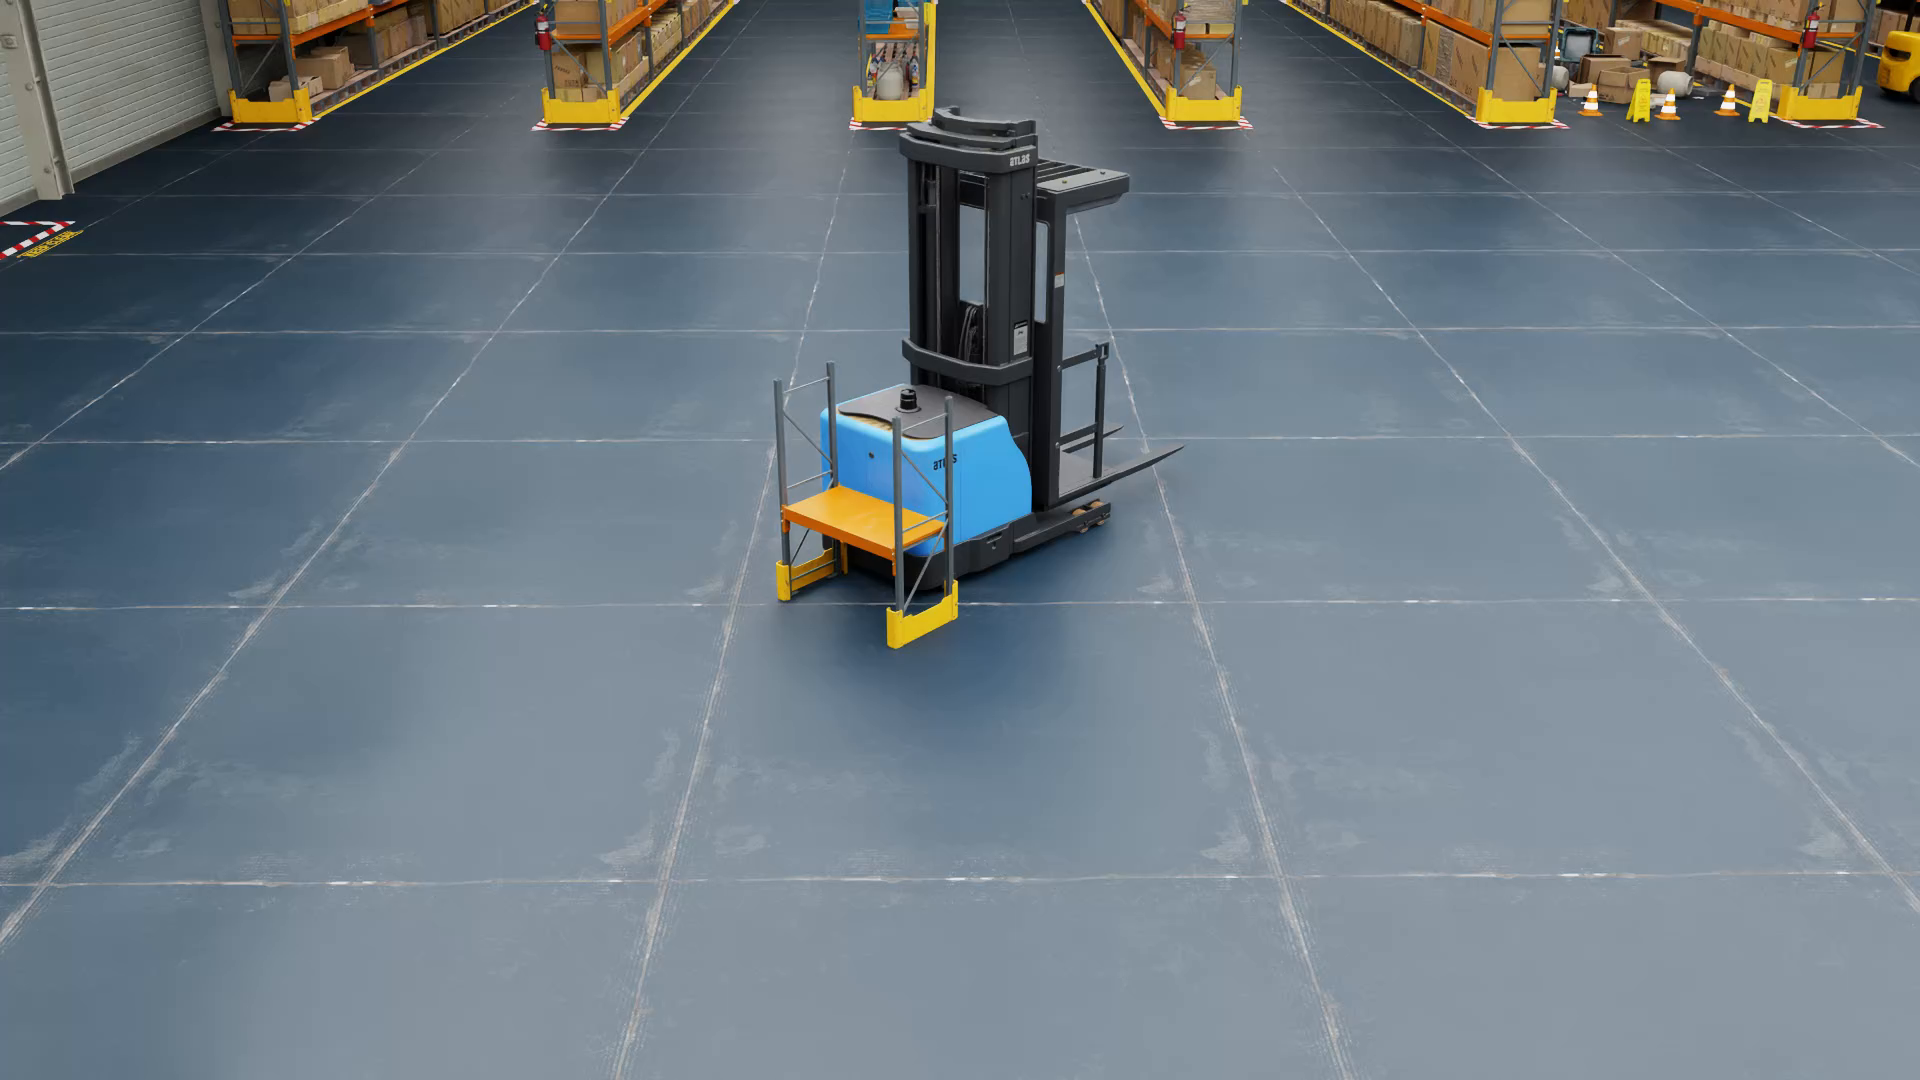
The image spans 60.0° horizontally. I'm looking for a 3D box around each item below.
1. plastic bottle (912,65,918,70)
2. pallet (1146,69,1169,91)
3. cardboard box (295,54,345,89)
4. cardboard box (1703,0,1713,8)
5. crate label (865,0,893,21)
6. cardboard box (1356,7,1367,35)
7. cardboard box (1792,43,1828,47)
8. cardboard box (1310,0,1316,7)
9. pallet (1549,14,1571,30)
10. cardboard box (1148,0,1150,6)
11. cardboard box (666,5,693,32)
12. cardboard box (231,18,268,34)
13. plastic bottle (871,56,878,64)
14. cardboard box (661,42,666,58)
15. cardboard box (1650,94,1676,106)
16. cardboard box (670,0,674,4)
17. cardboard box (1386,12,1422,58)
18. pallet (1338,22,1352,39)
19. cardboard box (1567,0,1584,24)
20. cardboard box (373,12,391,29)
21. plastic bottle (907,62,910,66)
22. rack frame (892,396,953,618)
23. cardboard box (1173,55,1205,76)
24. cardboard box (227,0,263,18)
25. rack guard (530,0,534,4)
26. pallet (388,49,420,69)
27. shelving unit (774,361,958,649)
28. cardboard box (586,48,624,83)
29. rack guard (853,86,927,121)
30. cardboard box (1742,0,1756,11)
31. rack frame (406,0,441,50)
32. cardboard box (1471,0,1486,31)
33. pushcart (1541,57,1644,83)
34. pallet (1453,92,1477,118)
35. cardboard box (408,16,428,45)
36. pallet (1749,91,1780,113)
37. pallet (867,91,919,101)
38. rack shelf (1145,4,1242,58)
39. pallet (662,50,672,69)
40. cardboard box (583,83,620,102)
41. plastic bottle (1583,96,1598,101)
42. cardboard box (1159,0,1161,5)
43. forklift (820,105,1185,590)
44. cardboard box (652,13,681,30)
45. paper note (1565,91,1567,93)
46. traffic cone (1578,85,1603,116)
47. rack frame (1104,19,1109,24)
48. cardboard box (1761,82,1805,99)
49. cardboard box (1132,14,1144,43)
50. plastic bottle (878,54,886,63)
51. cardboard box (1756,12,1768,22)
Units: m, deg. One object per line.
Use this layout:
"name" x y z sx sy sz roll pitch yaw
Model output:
"plastic bottle" -0.776 -8.049 28.685 0.097 0.271 0.097 0 24 0
"pallet" 3.890 -8.201 29.627 1.003 0.211 1.213 0 24 -1
"cardboard box" -10.850 -7.918 28.116 0.700 0.500 0.500 -2 24 -4
"cardboard box" 13.440 -9.547 29.524 0.380 0.149 0.250 0 24 -1
"crate label" -1.352 -8.851 27.637 0.502 0.435 0.616 0 24 -1
"cardboard box" 8.496 -10.699 34.291 0.500 0.500 0.500 0 24 -1
"cardboard box" 14.058 -7.983 27.679 0.500 0.500 0.500 -1 24 -3
"cardboard box" 8.365 -12.504 38.707 0.380 0.149 0.250 0 24 -1
"pallet" 13.754 -11.501 36.923 1.003 0.211 1.213 0 24 -1
"cardboard box" 3.549 -9.544 29.516 0.380 0.149 0.250 0 24 -1
"cardboard box" -5.832 -10.819 34.532 0.500 0.500 0.500 -1 24 -2
"cardboard box" -11.167 -8.166 26.322 0.500 0.250 0.500 0 24 0
"plastic bottle" -1.509 -8.307 29.158 0.144 0.351 0.185 -1 24 -3
"cardboard box" -5.827 -9.235 31.356 0.500 0.250 0.500 -1 24 -2
"cardboard box" 11.767 -7.376 27.879 0.380 0.149 0.250 13 27 27
"cardboard box" -6.364 -11.229 35.437 0.500 0.500 0.500 -1 24 -3
"cardboard box" 8.705 -9.548 31.441 1.050 0.750 0.750 0 24 -1
"pallet" 8.747 -10.930 35.661 1.003 0.211 1.213 0 24 -1
"cardboard box" 13.774 -11.685 36.015 0.875 0.875 0.875 0 24 1
"cardboard box" -11.054 -9.784 31.331 0.500 0.250 0.500 -1 24 -2
"plastic bottle" -0.906 -8.201 29.006 0.061 0.283 0.133 0 24 -1
"rack frame" -0.218 -0.105 10.162 0.032 1.500 0.500 20 31 37
"cardboard box" 3.873 -7.914 28.132 0.500 0.500 0.500 2 24 4
"cardboard box" -11.185 -8.509 26.171 0.500 0.500 0.500 -1 24 -1
"rack guard" -11.143 -13.497 40.986 1.175 0.500 0.348 0 24 -1
"pallet" -11.038 -9.236 31.914 1.003 0.211 1.213 0 24 -1
"shelving unit" -0.605 -0.247 10.475 1.083 1.500 0.587 20 31 37
"cardboard box" -5.805 -7.765 27.196 0.500 0.500 0.500 0 24 -1
"rack guard" -1.109 -6.970 26.554 1.175 0.500 0.348 0 24 -1
"cardboard box" 13.530 -9.169 27.902 0.500 0.500 0.500 0 24 0
"rack frame" -11.055 -11.330 33.160 1.000 3.000 0.127 0 24 -1
"cardboard box" 8.775 -8.528 26.784 0.875 0.550 0.550 0 24 -1
"pushcart" 11.478 -8.567 30.234 1.648 0.377 0.936 -9 26 -19
"pallet" 8.765 -7.139 27.279 1.003 0.211 1.213 0 24 -1
"cardboard box" -10.995 -10.095 32.929 0.700 0.500 0.500 0 24 0
"pallet" 13.826 -7.240 27.502 1.003 0.211 1.213 0 24 -1
"pallet" -1.113 -7.173 27.354 1.003 0.211 1.213 0 24 -1
"rack shelf" 3.870 -8.596 27.990 1.077 0.370 4.000 0 24 -1
"pallet" -6.121 -9.242 31.928 1.003 0.211 1.213 0 24 -1
"cardboard box" -5.798 -7.217 26.895 0.500 0.250 0.500 0 24 -1
"plastic bottle" 10.694 -7.506 28.272 0.133 0.061 0.283 -9 26 -19
"cardboard box" 3.867 -9.332 28.261 0.875 0.500 0.500 0 24 -1
"forklift" 0.442 -1.521 11.556 1.130 2.935 3.031 22 32 40
"cardboard box" -5.850 -10.333 33.103 0.500 0.311 0.500 0 24 1
"paper note" 10.653 -7.821 29.015 0.172 0.023 0.155 8 26 18
"traffic cone" 10.266 -7.150 26.997 0.336 0.463 0.334 0 24 -1
"rack frame" 3.760 -13.045 36.952 1.000 3.000 0.127 0 24 -1
"cardboard box" 13.523 -7.425 27.353 0.500 0.250 0.500 0 24 -1
"cardboard box" 3.831 -10.182 33.122 0.700 0.500 0.500 -2 24 -3
"plastic bottle" -1.367 -8.386 29.331 0.144 0.351 0.185 0 24 -1
"cardboard box" 13.499 -8.710 27.673 0.380 0.149 0.250 -1 24 -1
